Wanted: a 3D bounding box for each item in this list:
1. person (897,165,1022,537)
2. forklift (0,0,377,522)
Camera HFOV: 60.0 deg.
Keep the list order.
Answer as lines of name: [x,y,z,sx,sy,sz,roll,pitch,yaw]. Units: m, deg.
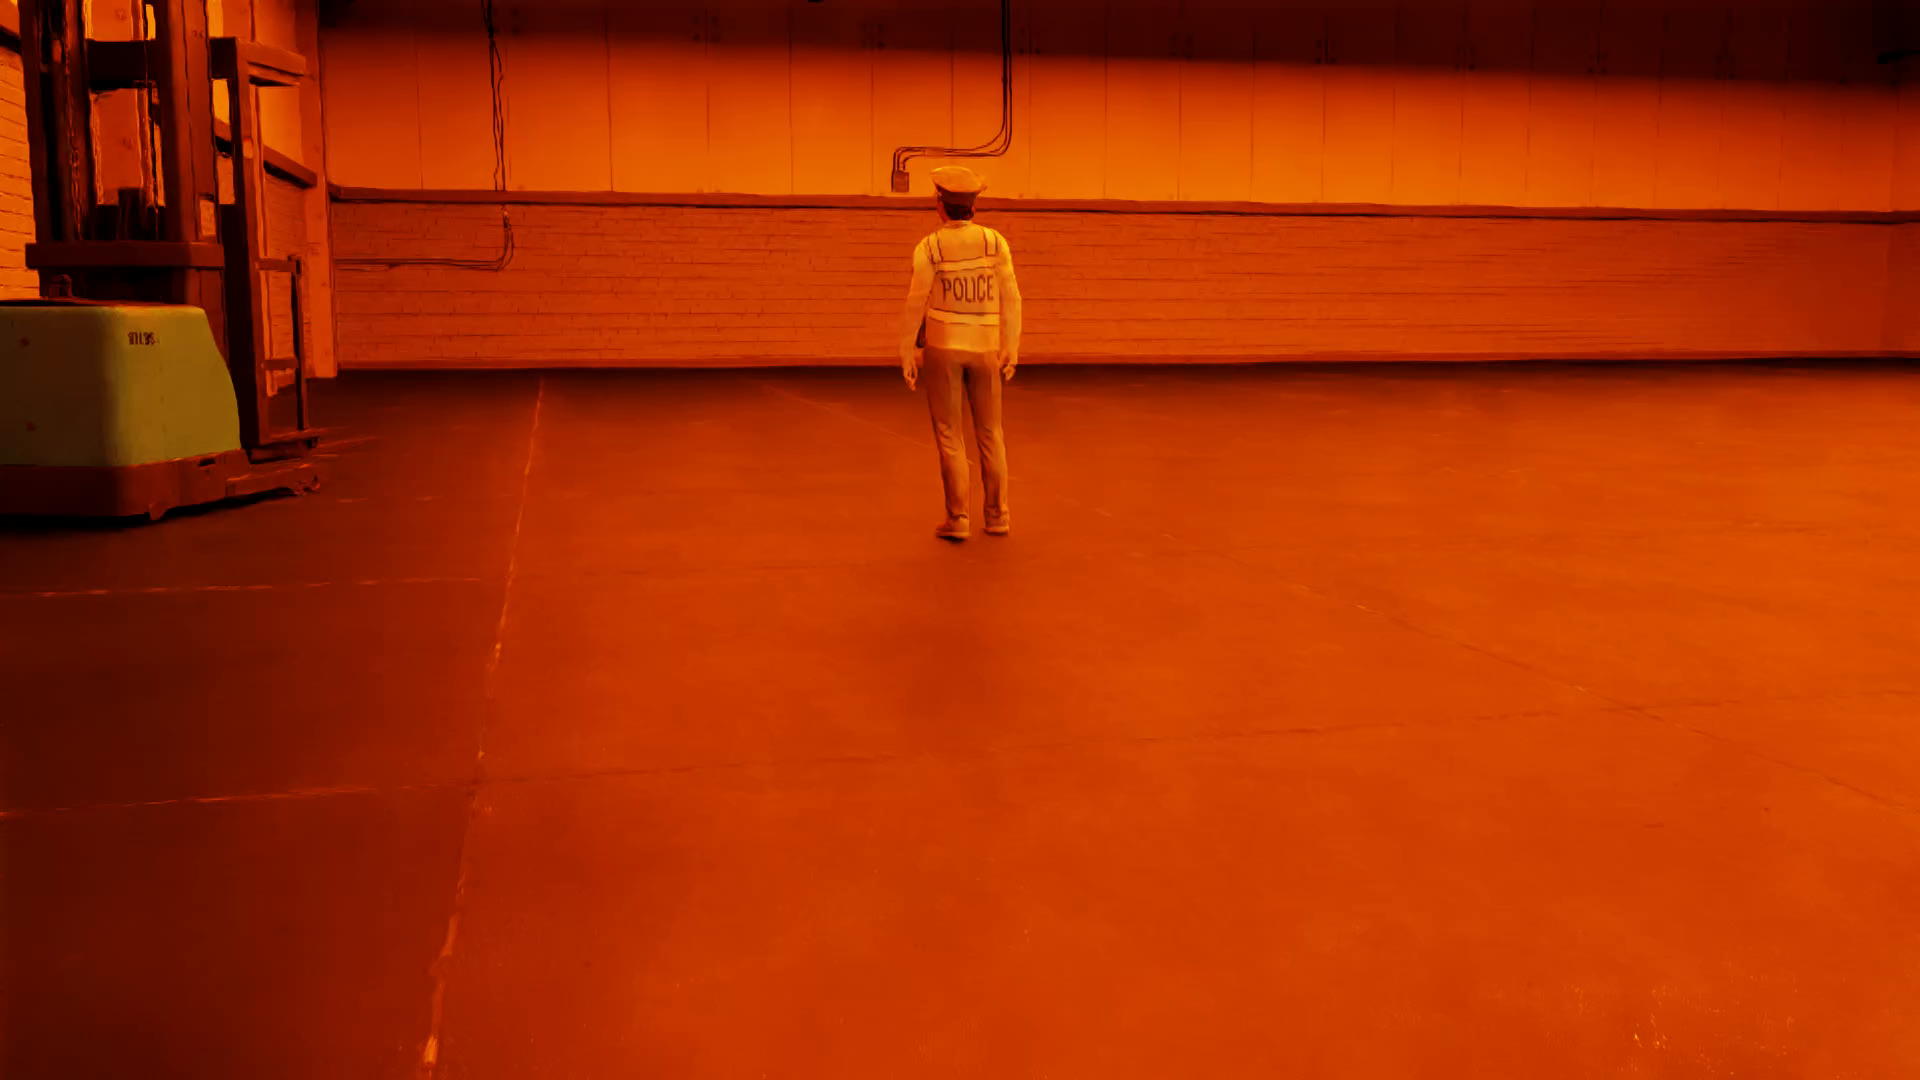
person: [-0.009,-0.856,7.655,0.586,1.695,0.533,-2,8,-13]
forklift: [-4.346,-1.708,9.335,1.130,2.935,3.031,1,8,6]
